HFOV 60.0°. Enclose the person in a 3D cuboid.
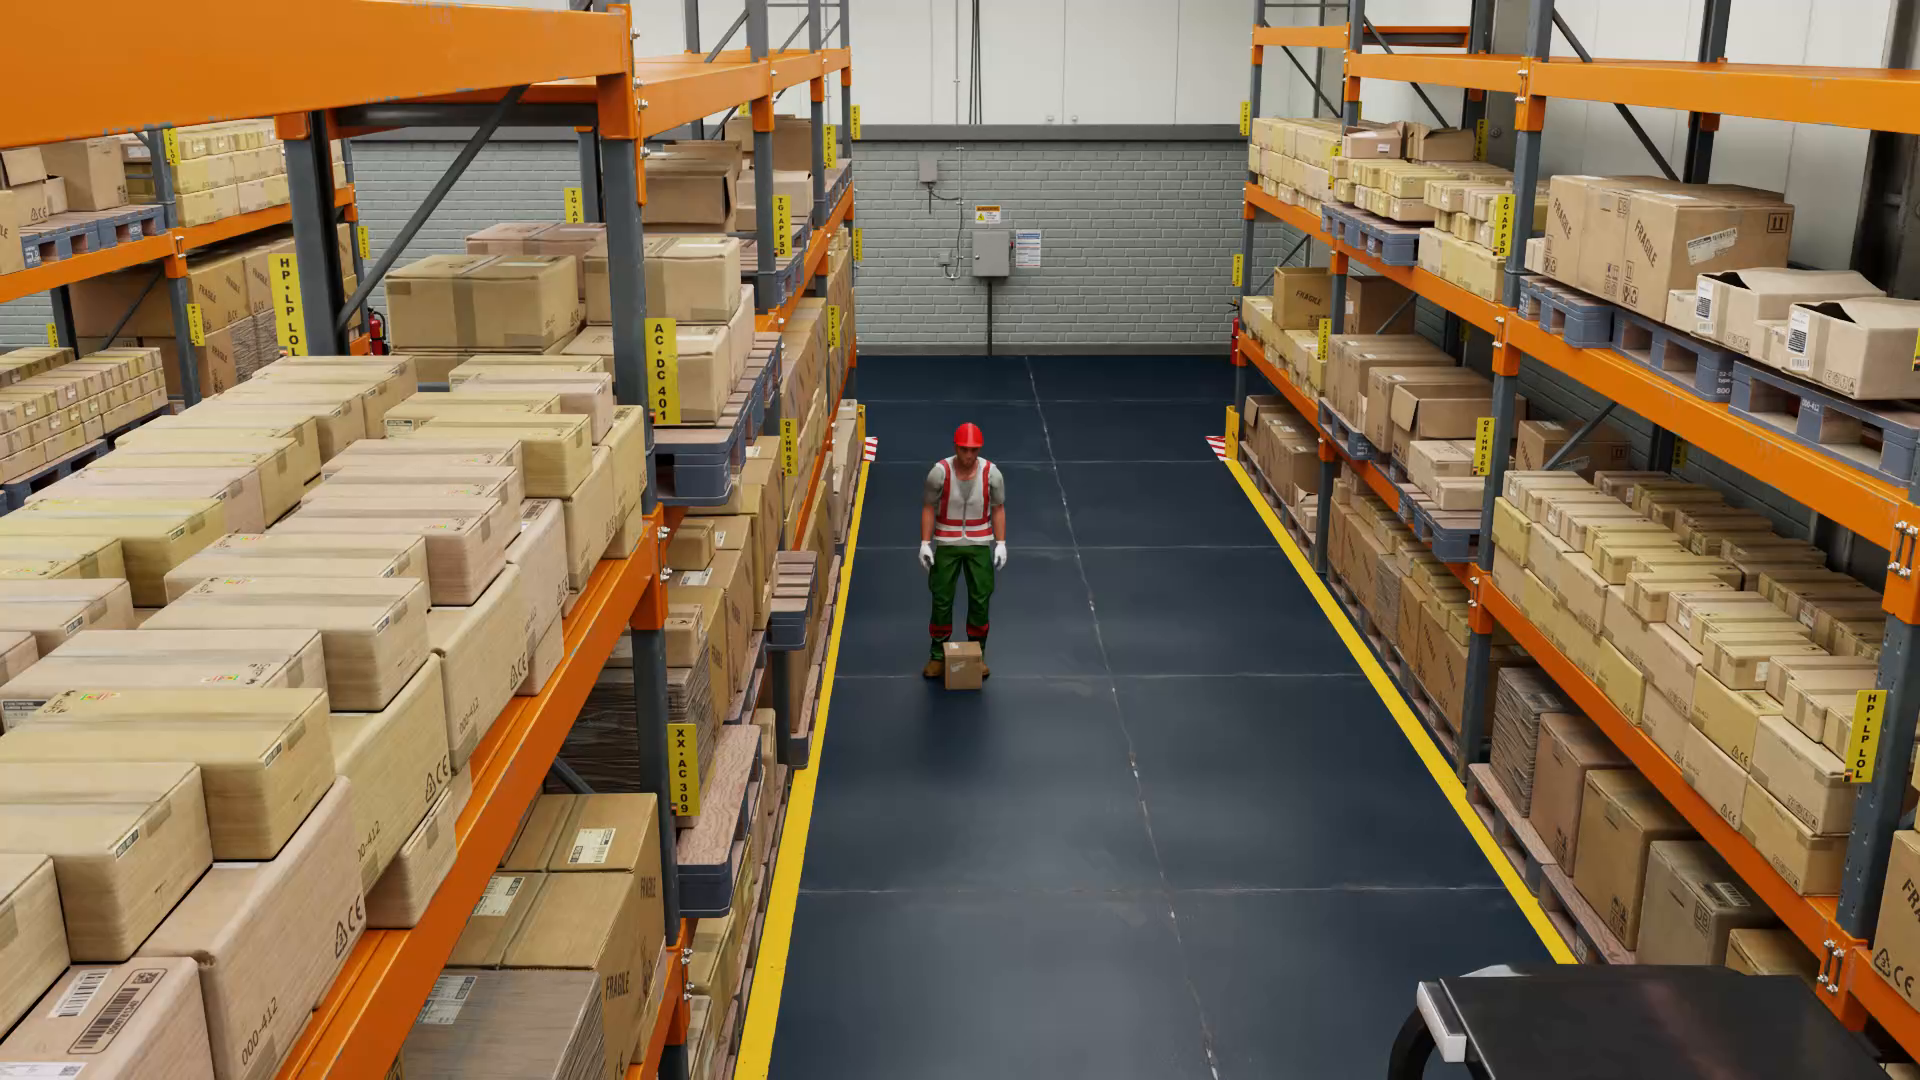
[{"bbox_3d":[0.014,0.061,11.315,0.607,1.779,0.451,0,17,0],"label":"person"}]
